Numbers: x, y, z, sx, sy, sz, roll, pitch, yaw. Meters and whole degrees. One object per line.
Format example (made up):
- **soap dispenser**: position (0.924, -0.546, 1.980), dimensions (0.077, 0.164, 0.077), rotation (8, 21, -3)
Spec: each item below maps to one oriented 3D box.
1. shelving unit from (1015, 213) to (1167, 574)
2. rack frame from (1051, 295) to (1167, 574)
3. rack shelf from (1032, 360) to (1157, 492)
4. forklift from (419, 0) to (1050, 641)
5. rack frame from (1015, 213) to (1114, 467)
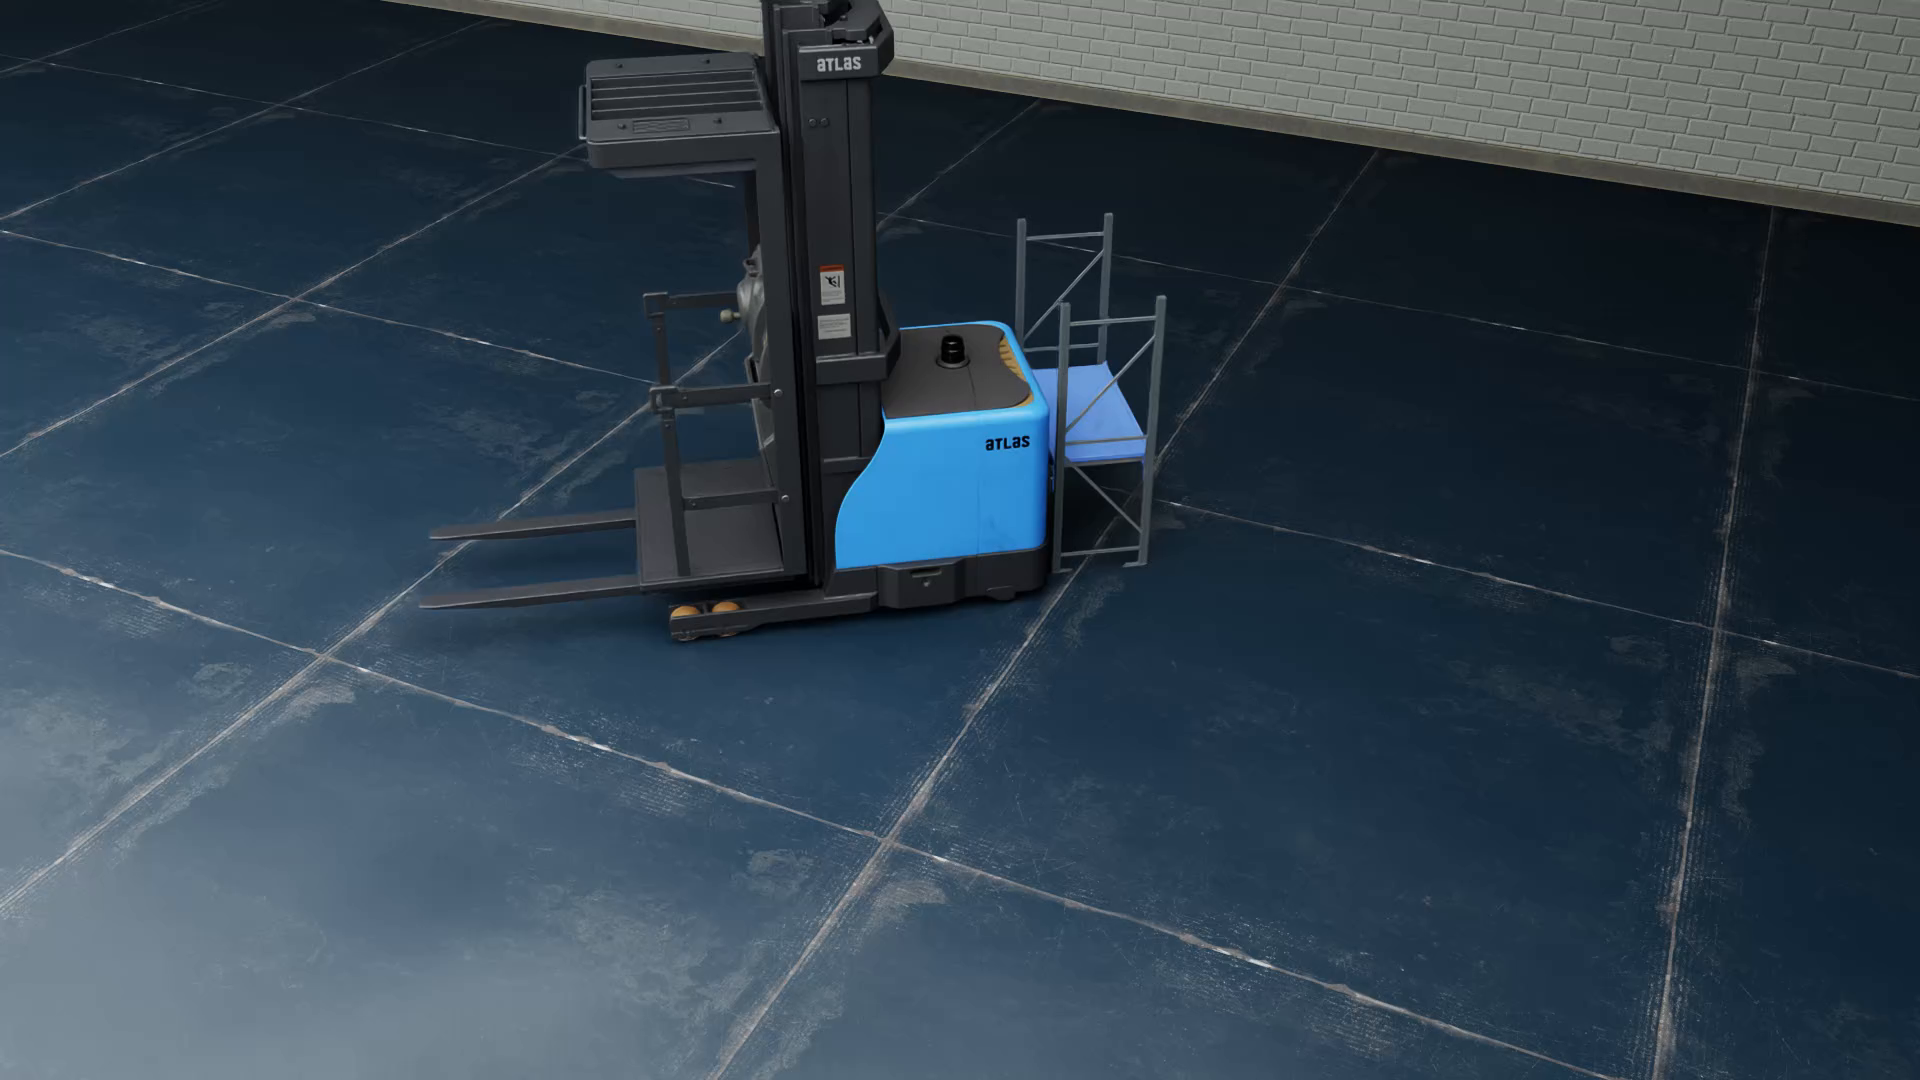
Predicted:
- **shelving unit**: position (0.628, -0.758, 8.538), dimensions (0.538, 1.500, 1.048), rotation (-5, 34, -8)
- **rack frame**: position (0.713, -0.483, 8.118), dimensions (0.500, 1.500, 0.032), rotation (-5, 34, -8)
- **rack shelf**: position (0.628, -0.607, 8.636), dimensions (0.538, 0.185, 1.000), rotation (-5, 34, -8)
- **forklift**: position (-1.133, -1.055, 7.687), dimensions (3.031, 2.935, 1.130), rotation (-6, 34, -9)
- **rack frame**: position (0.543, -1.032, 8.957), dimensions (0.500, 1.500, 0.032), rotation (-5, 34, -8)
